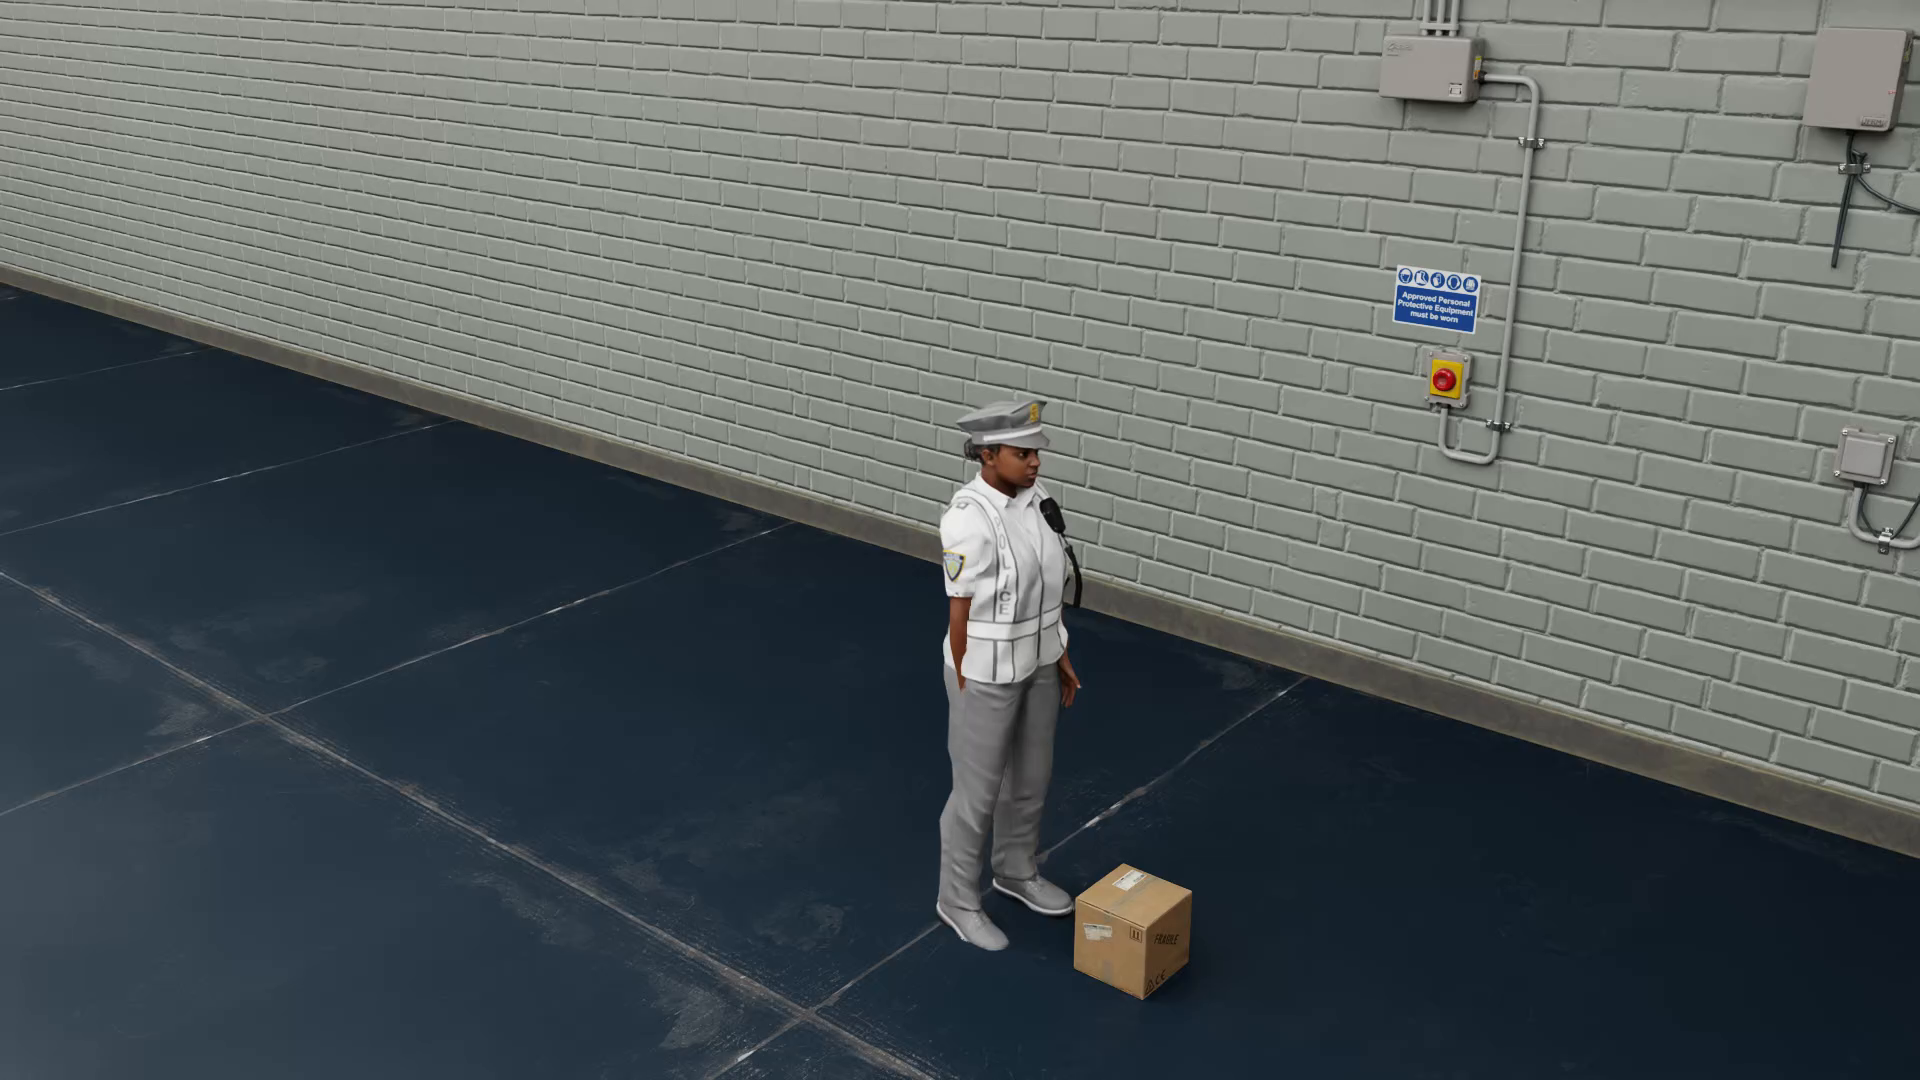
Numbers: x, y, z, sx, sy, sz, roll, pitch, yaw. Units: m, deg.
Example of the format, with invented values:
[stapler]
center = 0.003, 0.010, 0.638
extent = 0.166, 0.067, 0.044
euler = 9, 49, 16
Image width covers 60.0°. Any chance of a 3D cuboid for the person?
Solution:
[person]
center = 0.150, 0.403, 5.004
extent = 0.351, 1.716, 0.452
euler = 17, 26, 38
